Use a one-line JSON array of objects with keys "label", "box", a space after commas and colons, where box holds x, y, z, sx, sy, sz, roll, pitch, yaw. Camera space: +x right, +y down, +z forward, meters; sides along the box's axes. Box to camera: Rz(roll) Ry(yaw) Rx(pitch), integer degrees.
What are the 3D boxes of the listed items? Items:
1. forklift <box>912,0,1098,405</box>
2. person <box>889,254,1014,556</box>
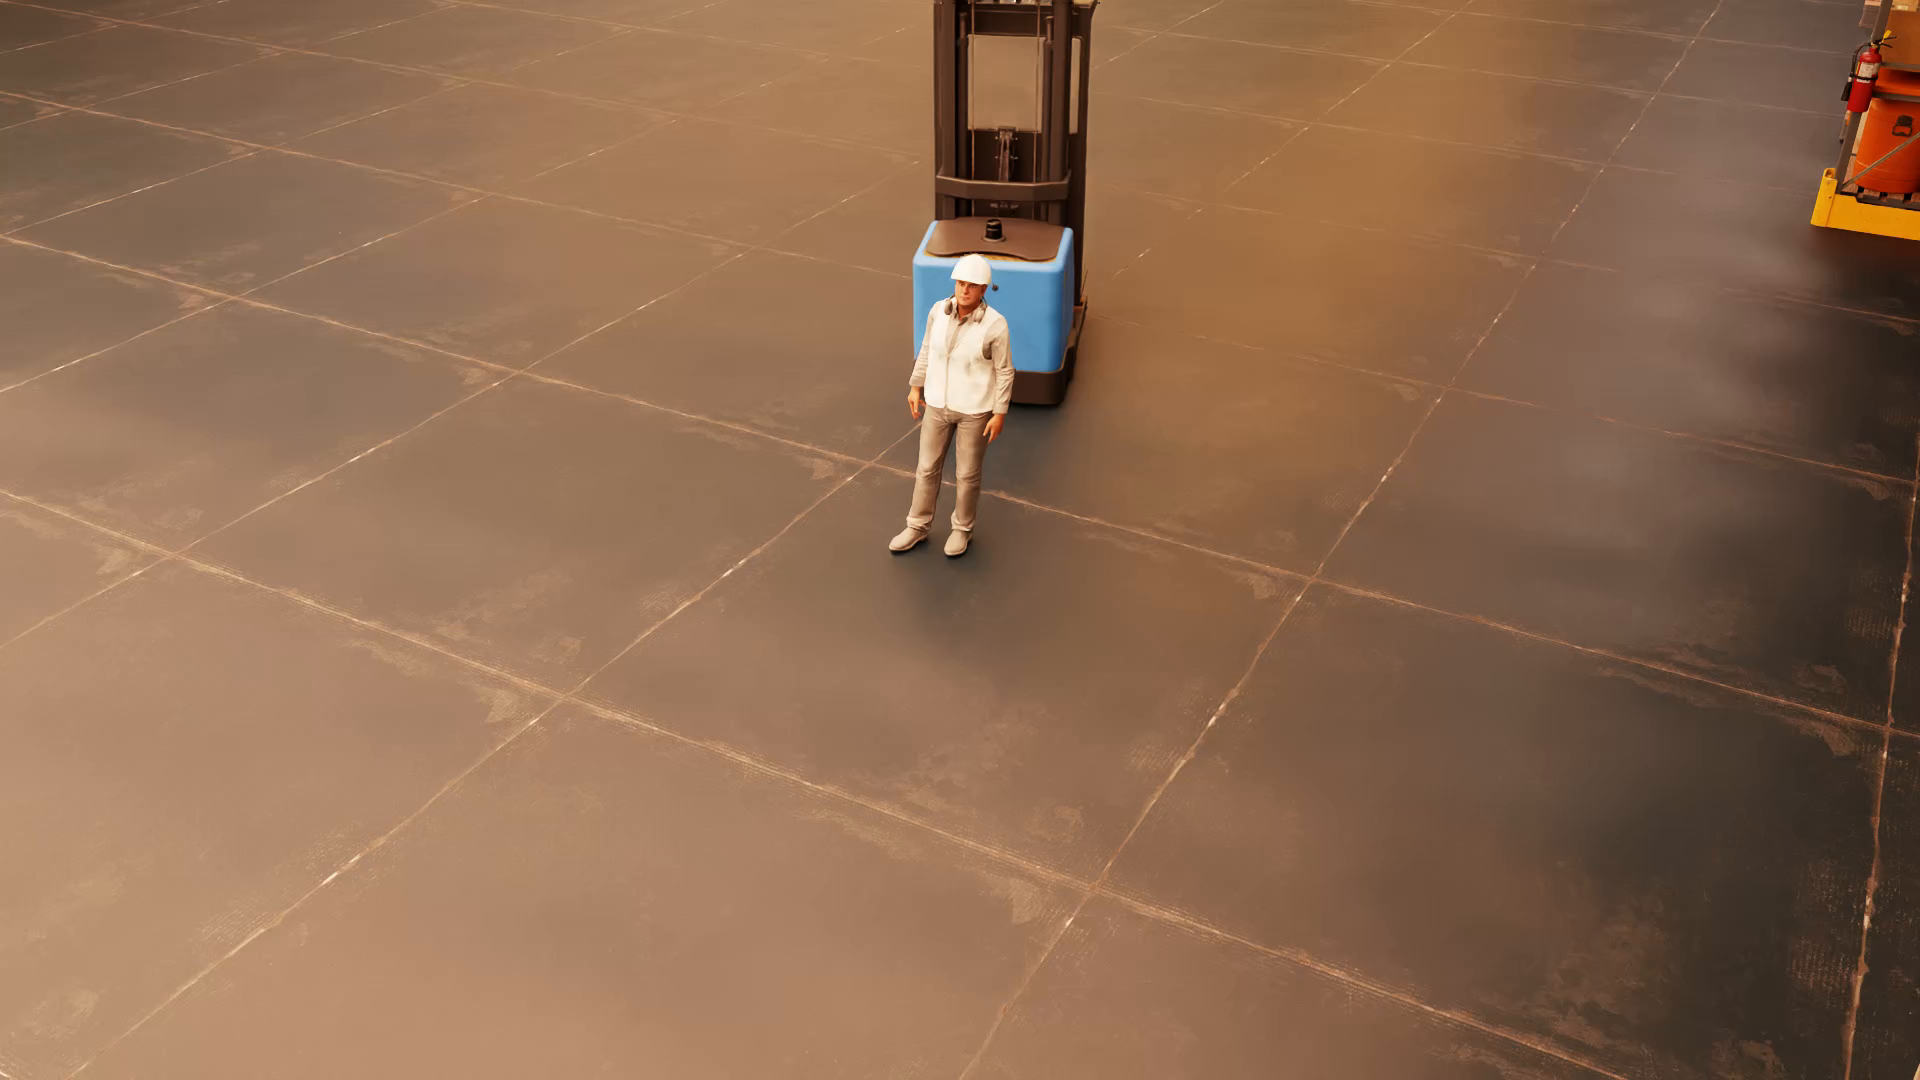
[{"label": "forklift", "box": [0.397, -2.920, 12.131, 1.130, 2.935, 3.031, 4, 30, 7]}, {"label": "person", "box": [-0.037, -0.749, 9.511, 0.633, 1.775, 0.566, 15, 33, 25]}]
